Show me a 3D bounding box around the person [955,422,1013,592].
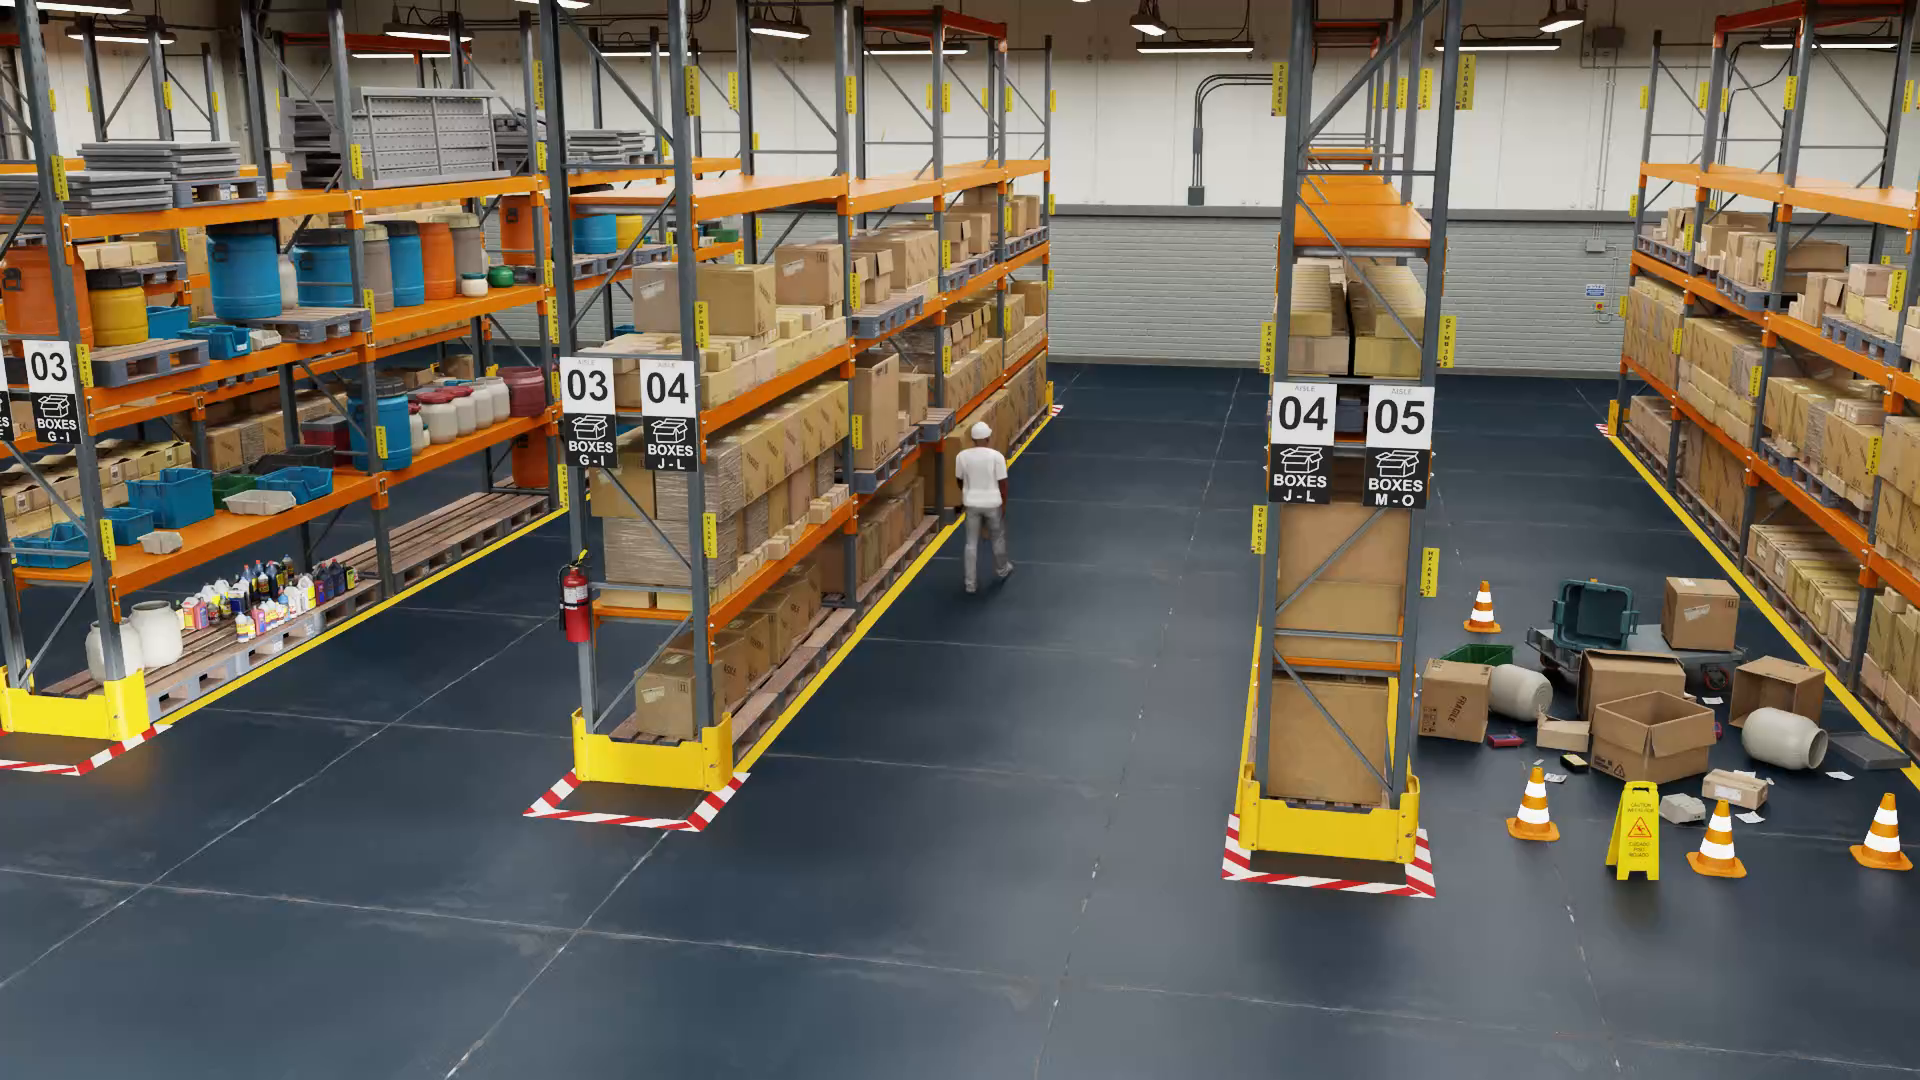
[{"bbox_3d":[0.241,-0.396,17.476,0.582,1.727,0.921,3,15,13],"label":"person"}]
